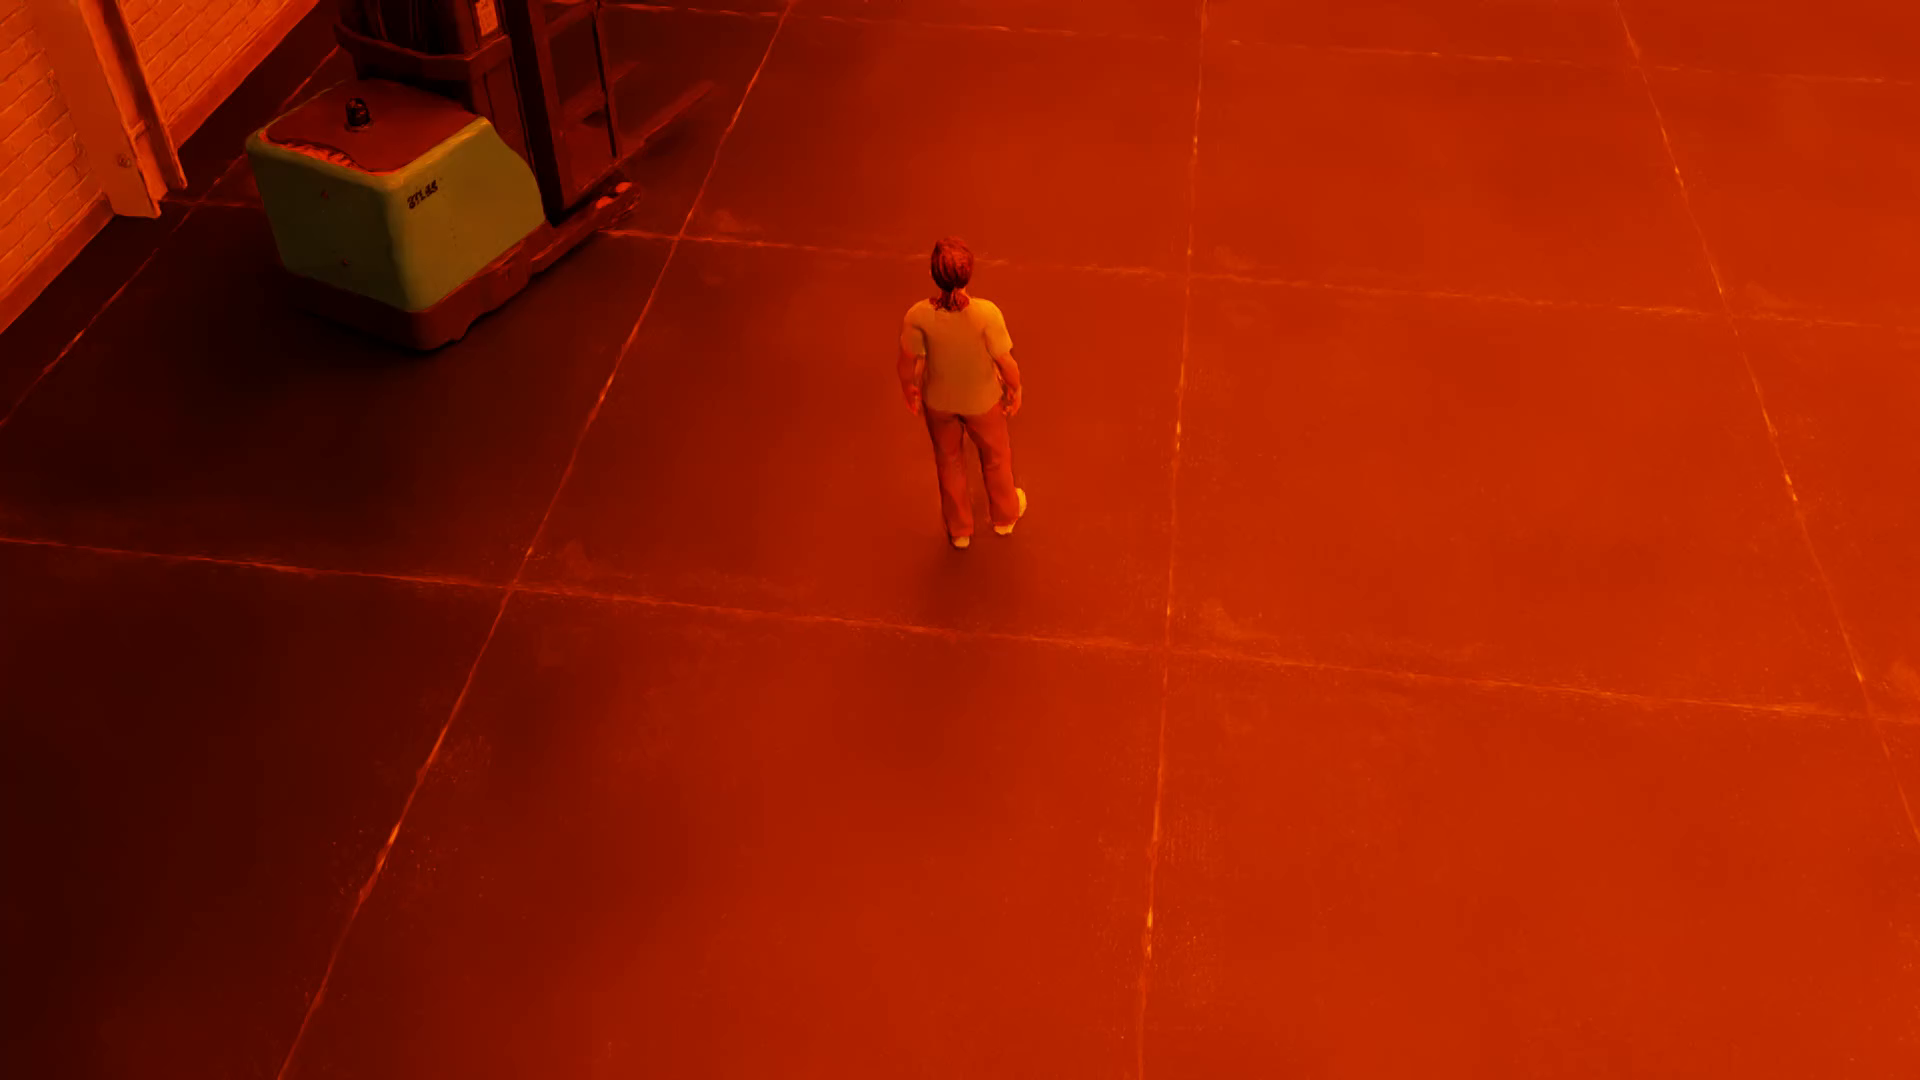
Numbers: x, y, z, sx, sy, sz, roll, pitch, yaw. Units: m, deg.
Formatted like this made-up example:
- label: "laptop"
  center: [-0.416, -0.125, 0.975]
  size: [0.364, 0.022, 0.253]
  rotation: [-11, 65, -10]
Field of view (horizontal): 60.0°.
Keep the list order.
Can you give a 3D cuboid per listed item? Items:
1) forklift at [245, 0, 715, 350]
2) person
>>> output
- label: "forklift"
  center: [-2.585, -3.089, 9.087]
  size: [1.130, 2.935, 3.031]
  rotation: [19, 46, 20]
- label: "person"
  center: [0.004, -0.655, 7.307]
  size: [0.536, 1.609, 0.426]
  rotation: [5, 43, 6]
